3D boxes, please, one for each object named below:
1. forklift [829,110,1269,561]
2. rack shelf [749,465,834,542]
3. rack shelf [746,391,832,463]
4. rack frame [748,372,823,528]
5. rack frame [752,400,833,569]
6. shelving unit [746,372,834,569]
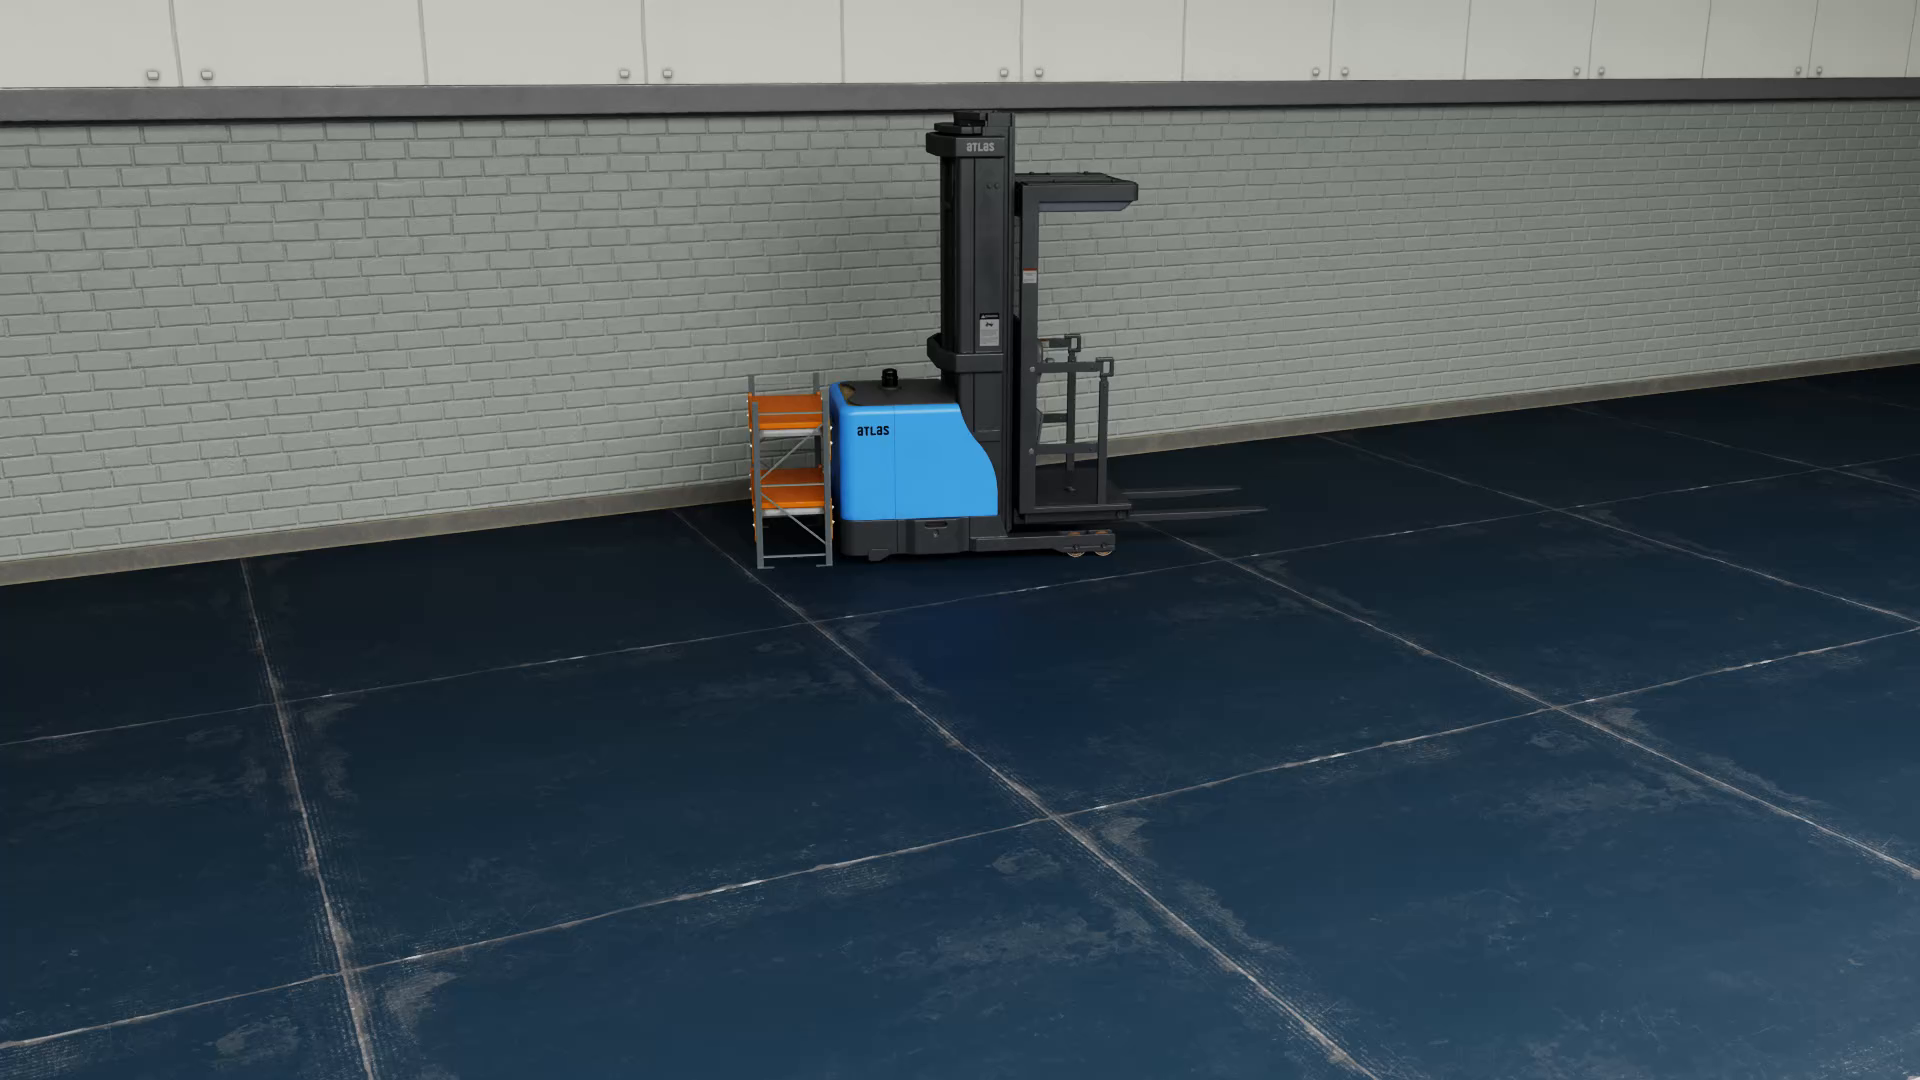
[{"bbox_3d":[0.623,-1.435,11.438,3.031,2.935,1.130,-2,16,-8],"label":"forklift"},{"bbox_3d":[-1.177,-0.265,11.522,0.538,0.278,1.000,-2,16,-8],"label":"rack shelf"},{"bbox_3d":[-1.177,-0.782,11.374,0.538,0.278,1.000,-2,16,-8],"label":"rack shelf"},{"bbox_3d":[-1.250,-0.639,11.938,0.500,1.125,0.032,-2,16,-8],"label":"rack frame"},{"bbox_3d":[-1.104,-0.361,10.971,0.500,1.125,0.032,-2,16,-8],"label":"rack frame"},{"bbox_3d":[-1.177,-0.500,11.455,0.538,1.125,1.048,-2,16,-8],"label":"shelving unit"}]
